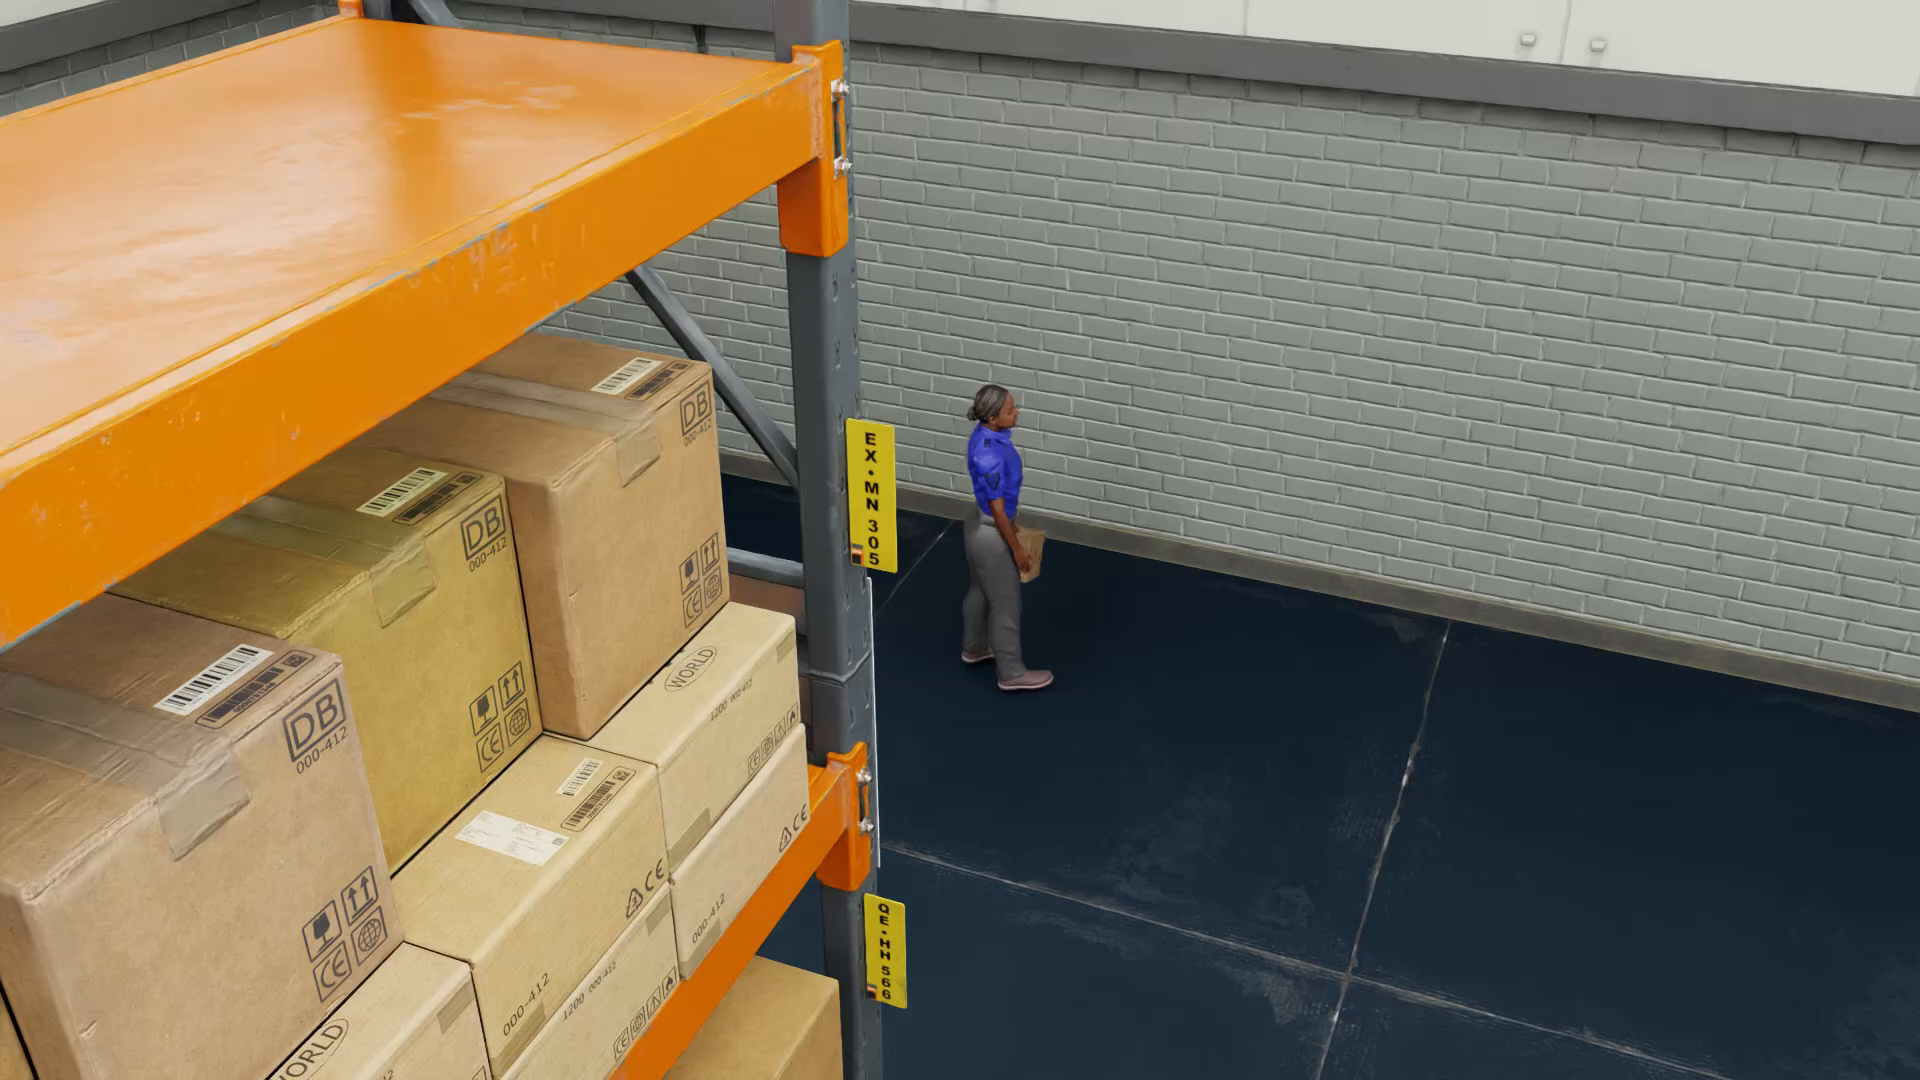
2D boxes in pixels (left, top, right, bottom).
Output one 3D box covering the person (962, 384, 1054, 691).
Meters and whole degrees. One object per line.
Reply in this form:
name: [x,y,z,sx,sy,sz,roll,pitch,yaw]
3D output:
person: [0.250,-0.028,8.405,0.477,1.663,0.496,0,30,-1]
